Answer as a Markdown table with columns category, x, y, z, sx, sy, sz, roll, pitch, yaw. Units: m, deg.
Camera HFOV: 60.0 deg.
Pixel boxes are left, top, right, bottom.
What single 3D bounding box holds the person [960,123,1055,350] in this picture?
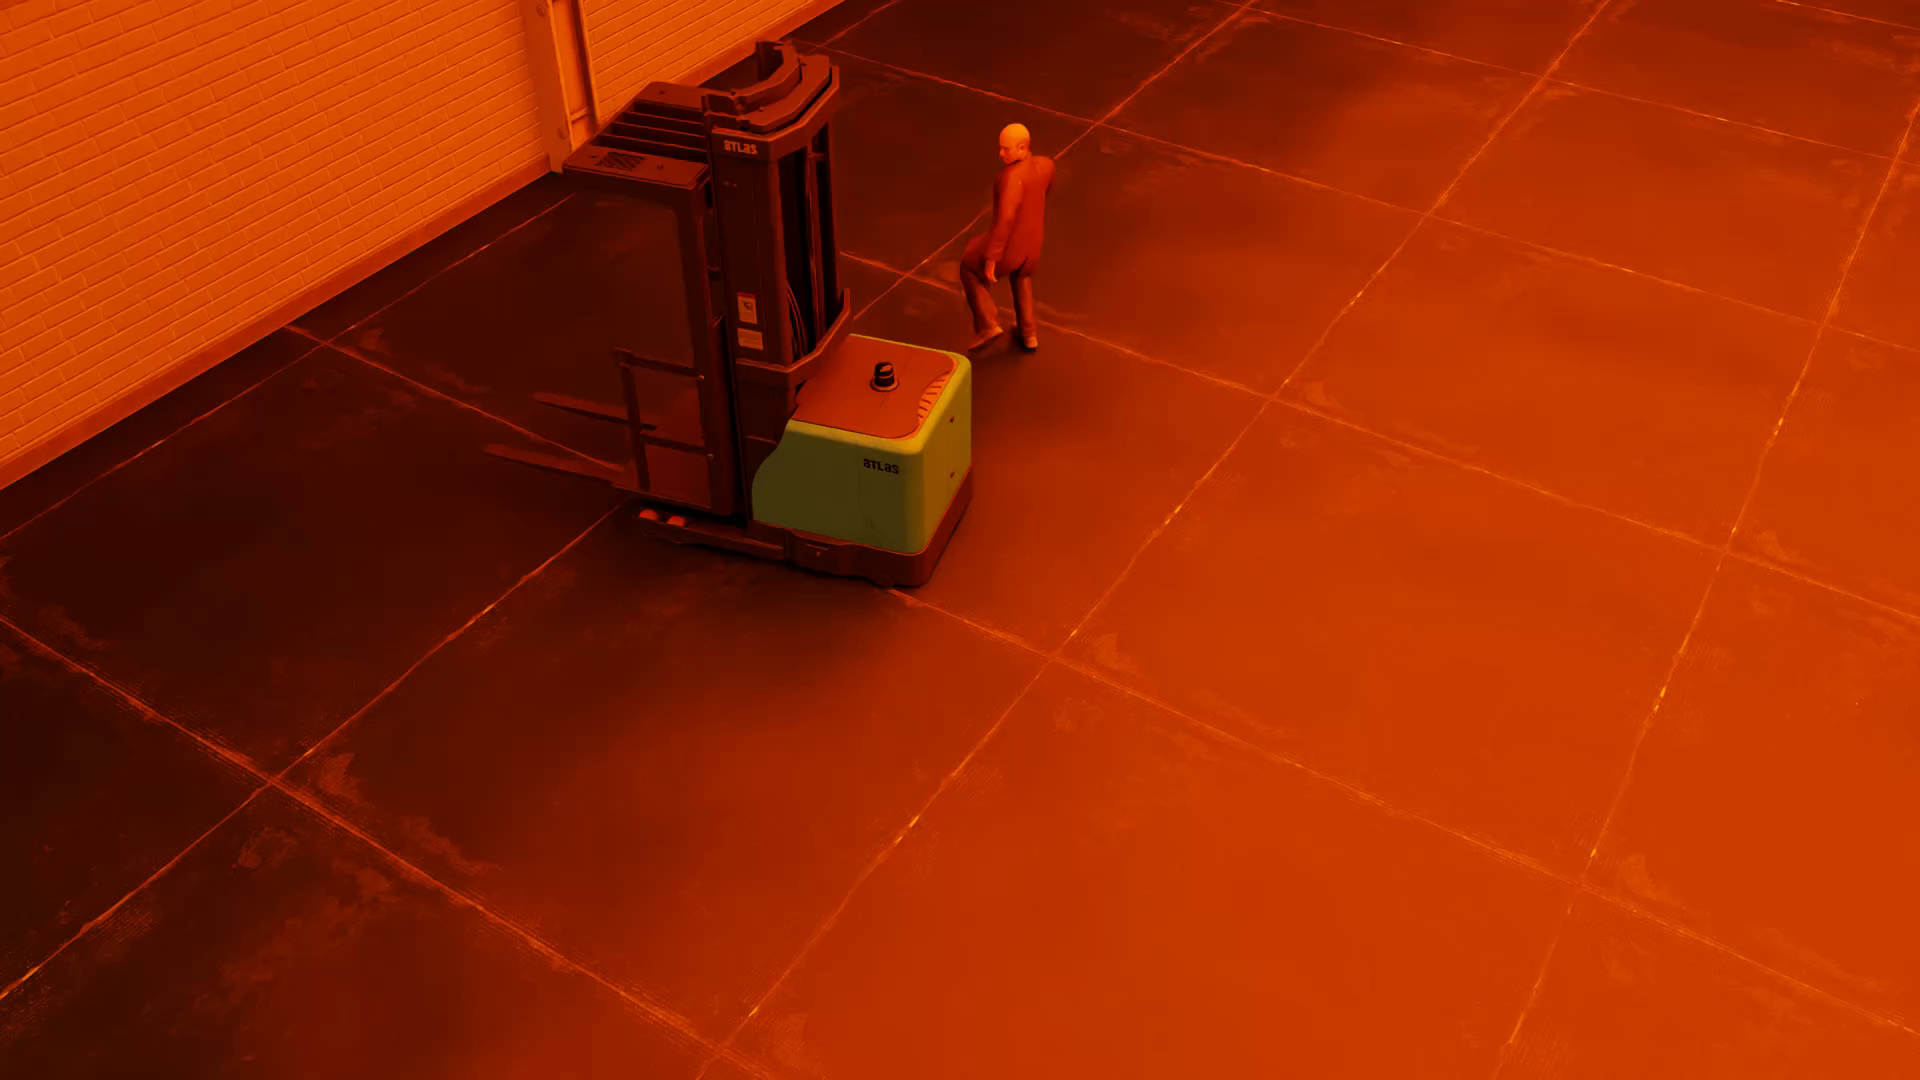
| category | x | y | z | sx | sy | sz | roll | pitch | yaw |
| --- | --- | --- | --- | --- | --- | --- | --- | --- | --- |
| person | 0.333 | -2.049 | 11.358 | 0.823 | 1.690 | 0.696 | -25 | 46 | -26 |

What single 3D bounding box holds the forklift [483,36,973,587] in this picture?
| category | x | y | z | sx | sy | sz | roll | pitch | yaw |
| --- | --- | --- | --- | --- | --- | --- | --- | --- | --- |
| forklift | -1.493 | -1.408 | 9.628 | 3.031 | 2.935 | 1.130 | 12 | 42 | 14 |
